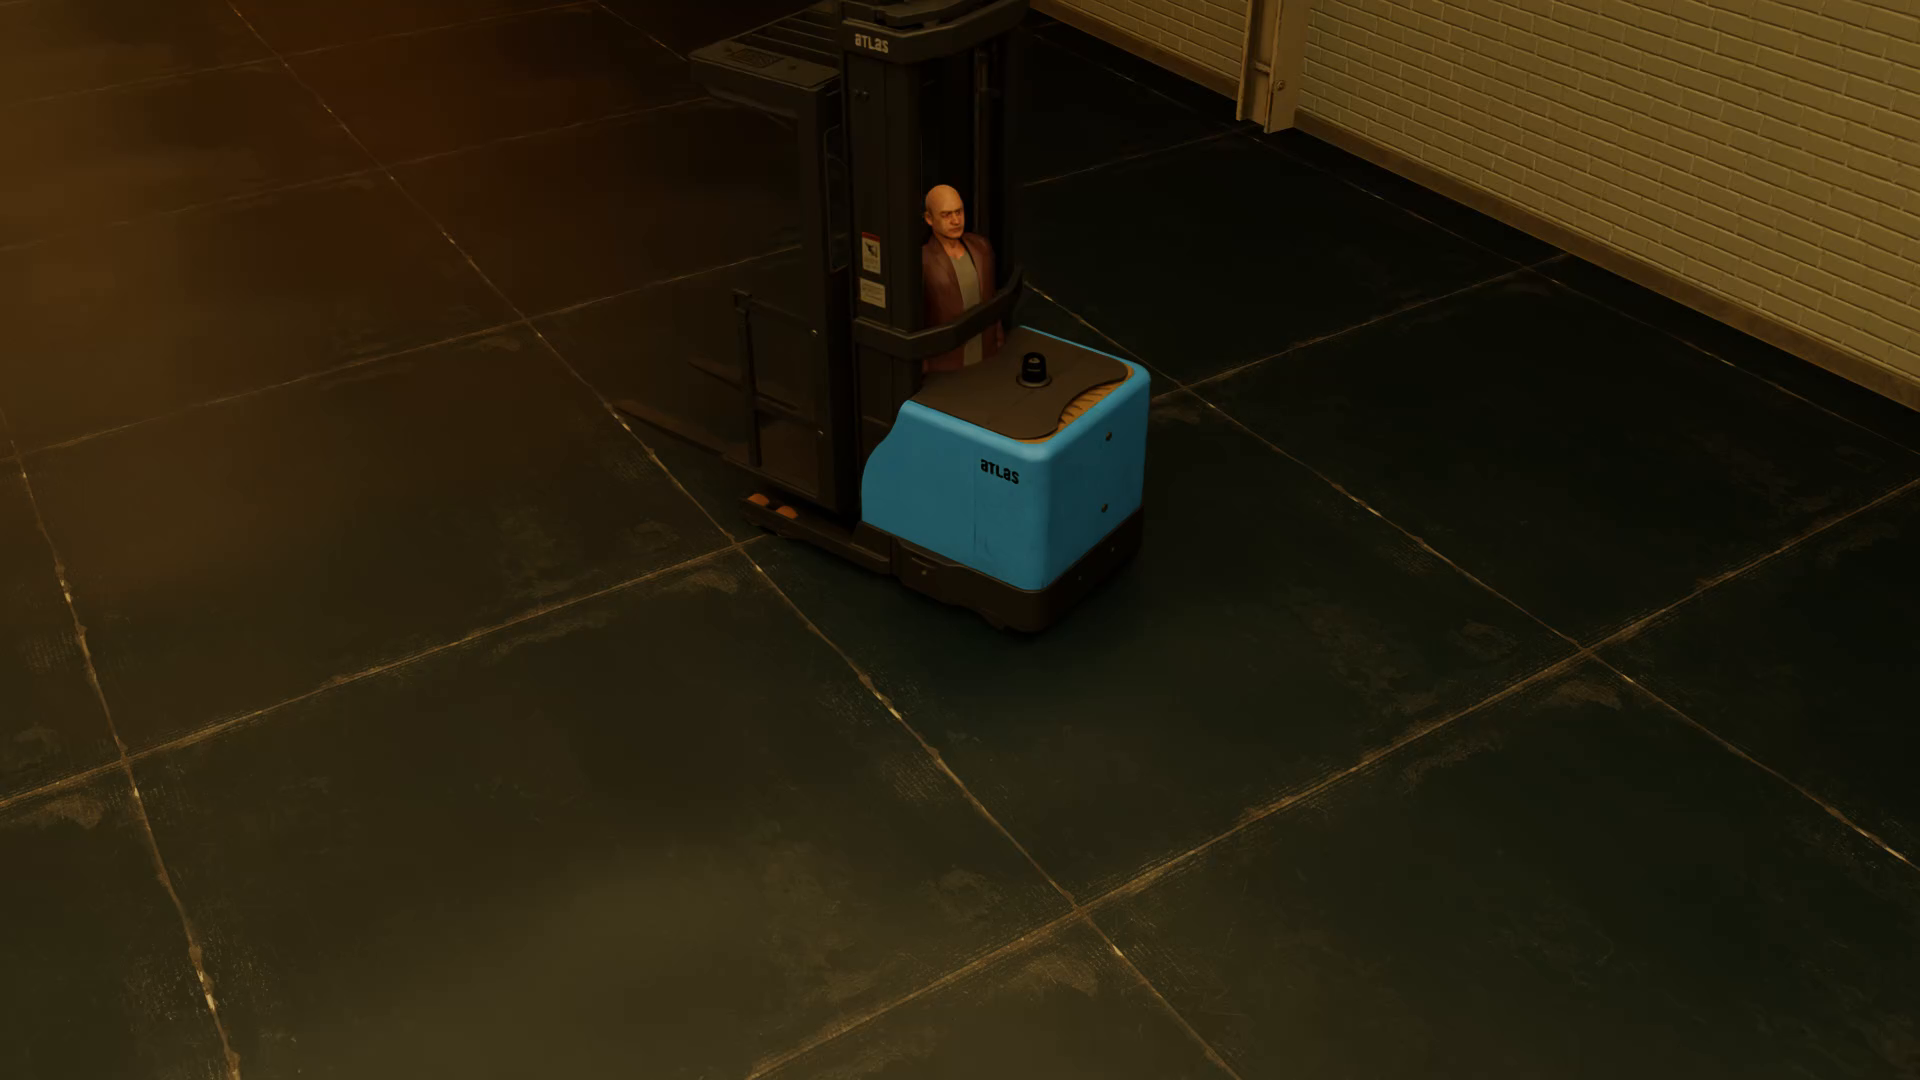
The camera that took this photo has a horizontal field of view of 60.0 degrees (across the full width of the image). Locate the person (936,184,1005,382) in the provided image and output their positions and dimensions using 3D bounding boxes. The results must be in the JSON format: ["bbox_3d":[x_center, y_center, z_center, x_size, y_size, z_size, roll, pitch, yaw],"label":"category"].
[{"bbox_3d":[-0.020,-0.896,8.087,0.547,1.692,0.378,-21,40,-27],"label":"person"}]

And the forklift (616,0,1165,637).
[{"bbox_3d":[-0.500,-1.399,8.138,3.031,2.935,1.130,22,41,28],"label":"forklift"}]
